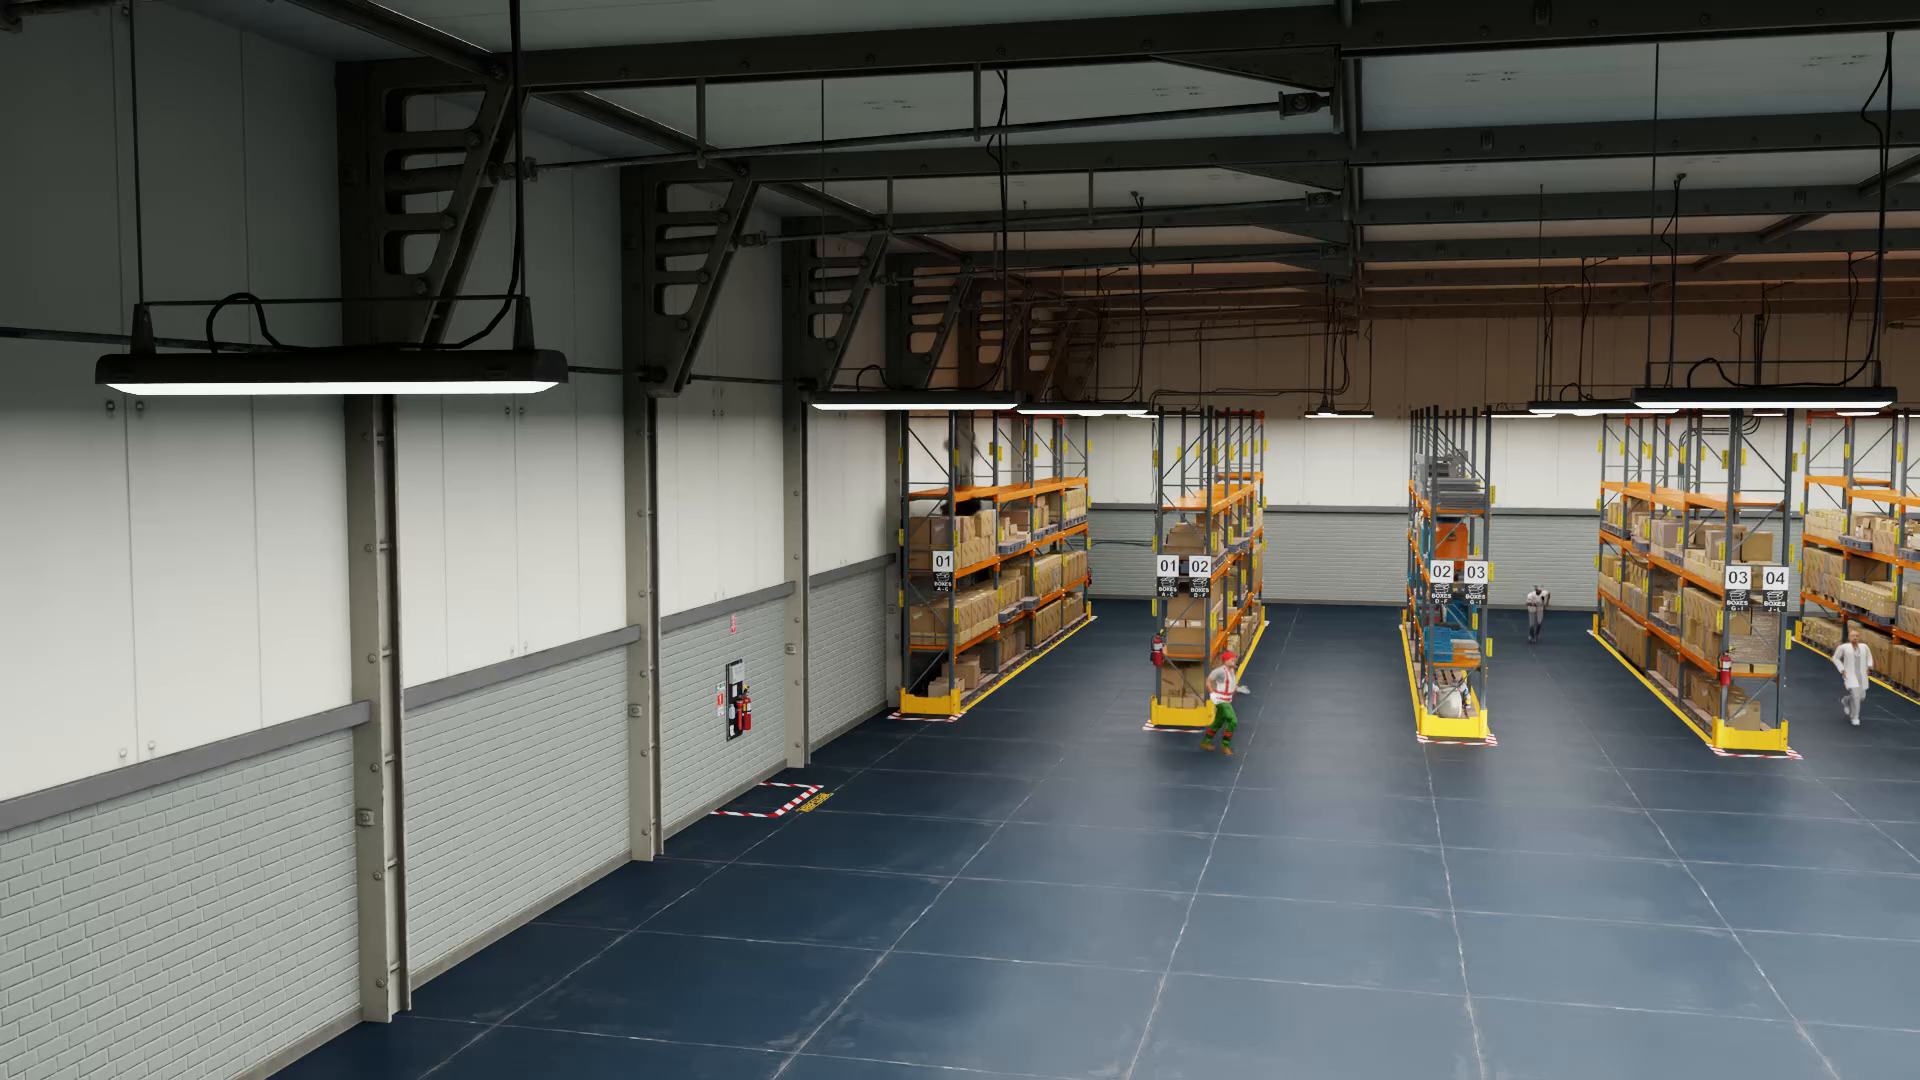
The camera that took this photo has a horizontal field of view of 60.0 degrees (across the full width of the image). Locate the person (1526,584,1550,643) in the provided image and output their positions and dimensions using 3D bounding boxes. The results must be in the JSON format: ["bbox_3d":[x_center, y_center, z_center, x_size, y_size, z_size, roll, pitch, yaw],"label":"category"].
[{"bbox_3d":[14.909,1.887,42.938,0.610,1.547,0.940,1,4,9],"label":"person"}]

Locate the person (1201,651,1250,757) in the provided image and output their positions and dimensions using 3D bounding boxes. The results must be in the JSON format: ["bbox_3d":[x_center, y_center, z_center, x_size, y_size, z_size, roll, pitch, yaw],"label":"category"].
[{"bbox_3d":[4.520,2.810,28.508,0.864,1.824,0.588,2,5,29],"label":"person"}]

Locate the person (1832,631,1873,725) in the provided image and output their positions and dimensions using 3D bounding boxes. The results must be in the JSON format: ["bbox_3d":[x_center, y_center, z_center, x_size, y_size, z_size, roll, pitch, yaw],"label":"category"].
[{"bbox_3d":[16.963,2.593,31.583,0.706,1.762,0.752,0,4,6],"label":"person"}]
